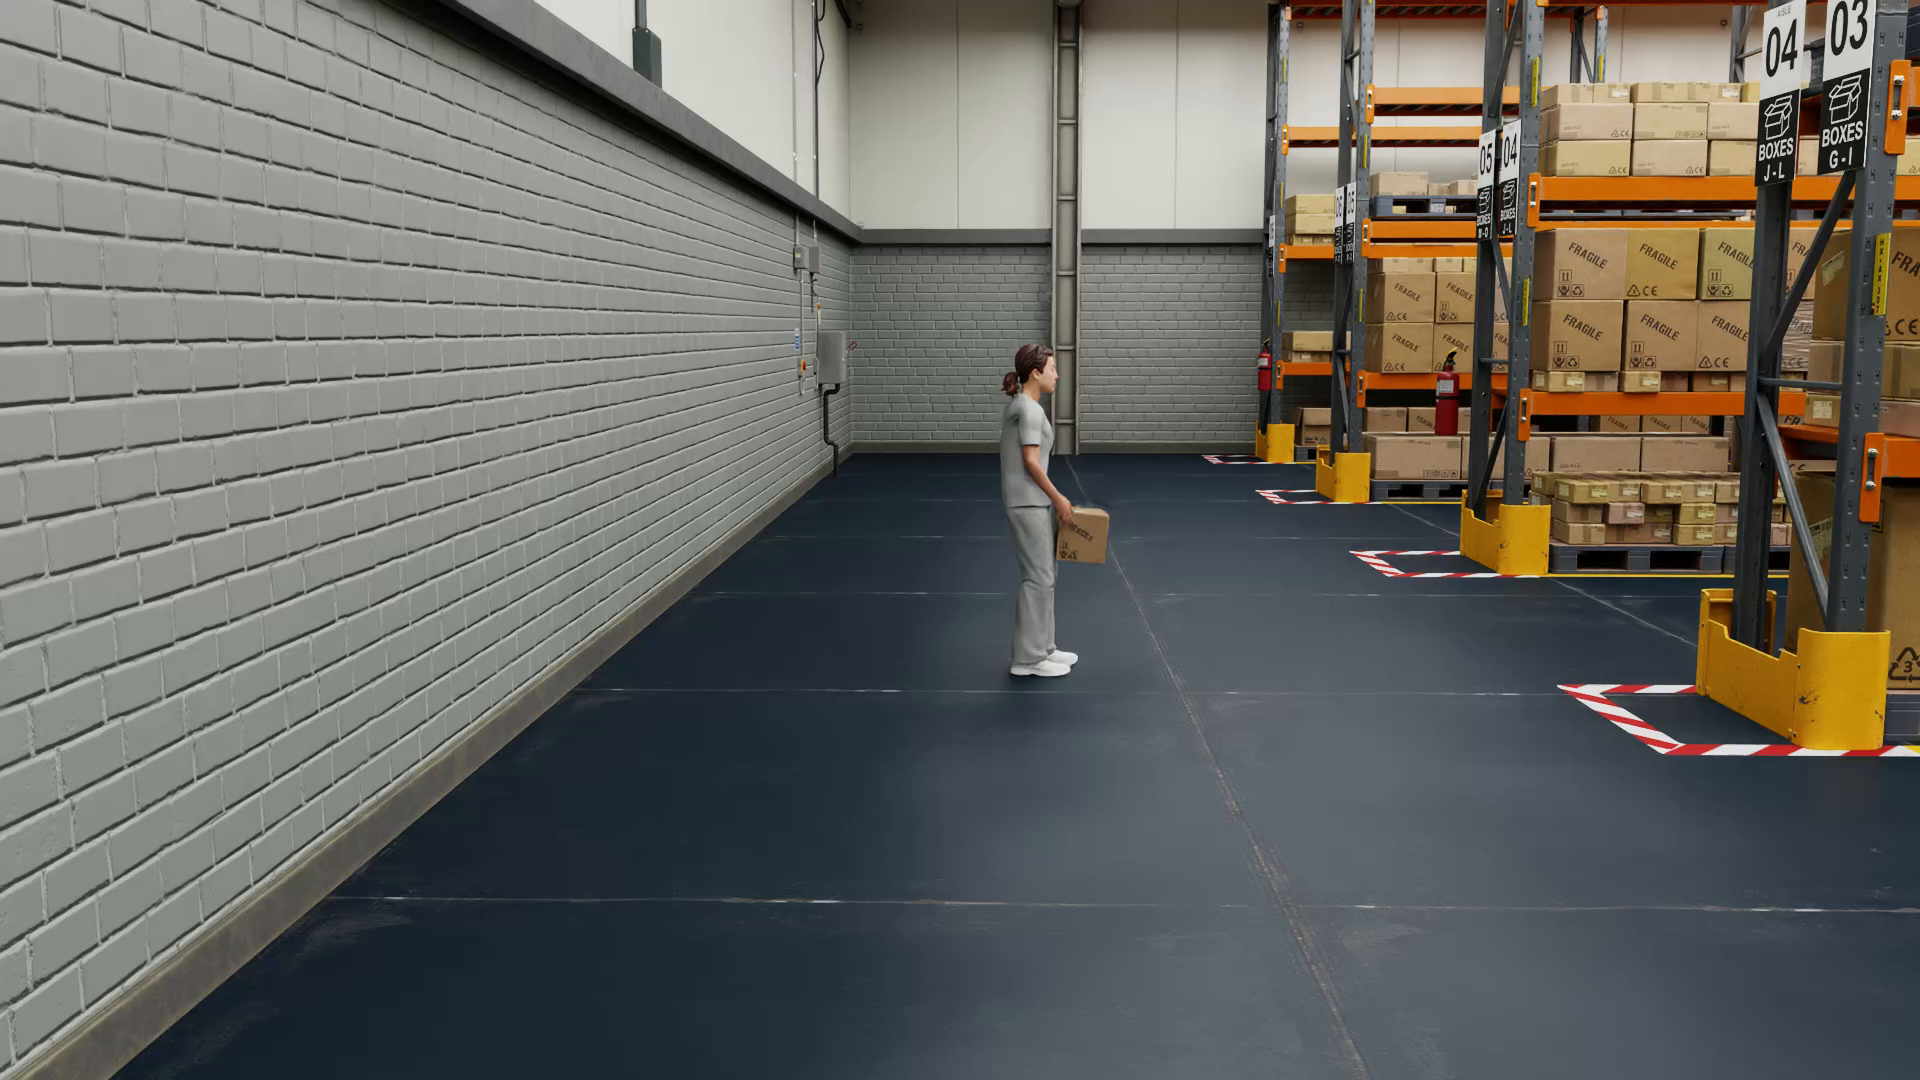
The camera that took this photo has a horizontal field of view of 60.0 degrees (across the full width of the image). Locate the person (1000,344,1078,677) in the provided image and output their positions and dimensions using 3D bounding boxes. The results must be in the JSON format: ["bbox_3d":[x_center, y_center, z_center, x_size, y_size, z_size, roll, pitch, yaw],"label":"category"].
[{"bbox_3d":[0.407,-0.161,8.524,0.420,1.676,0.467,0,7,0],"label":"person"}]
